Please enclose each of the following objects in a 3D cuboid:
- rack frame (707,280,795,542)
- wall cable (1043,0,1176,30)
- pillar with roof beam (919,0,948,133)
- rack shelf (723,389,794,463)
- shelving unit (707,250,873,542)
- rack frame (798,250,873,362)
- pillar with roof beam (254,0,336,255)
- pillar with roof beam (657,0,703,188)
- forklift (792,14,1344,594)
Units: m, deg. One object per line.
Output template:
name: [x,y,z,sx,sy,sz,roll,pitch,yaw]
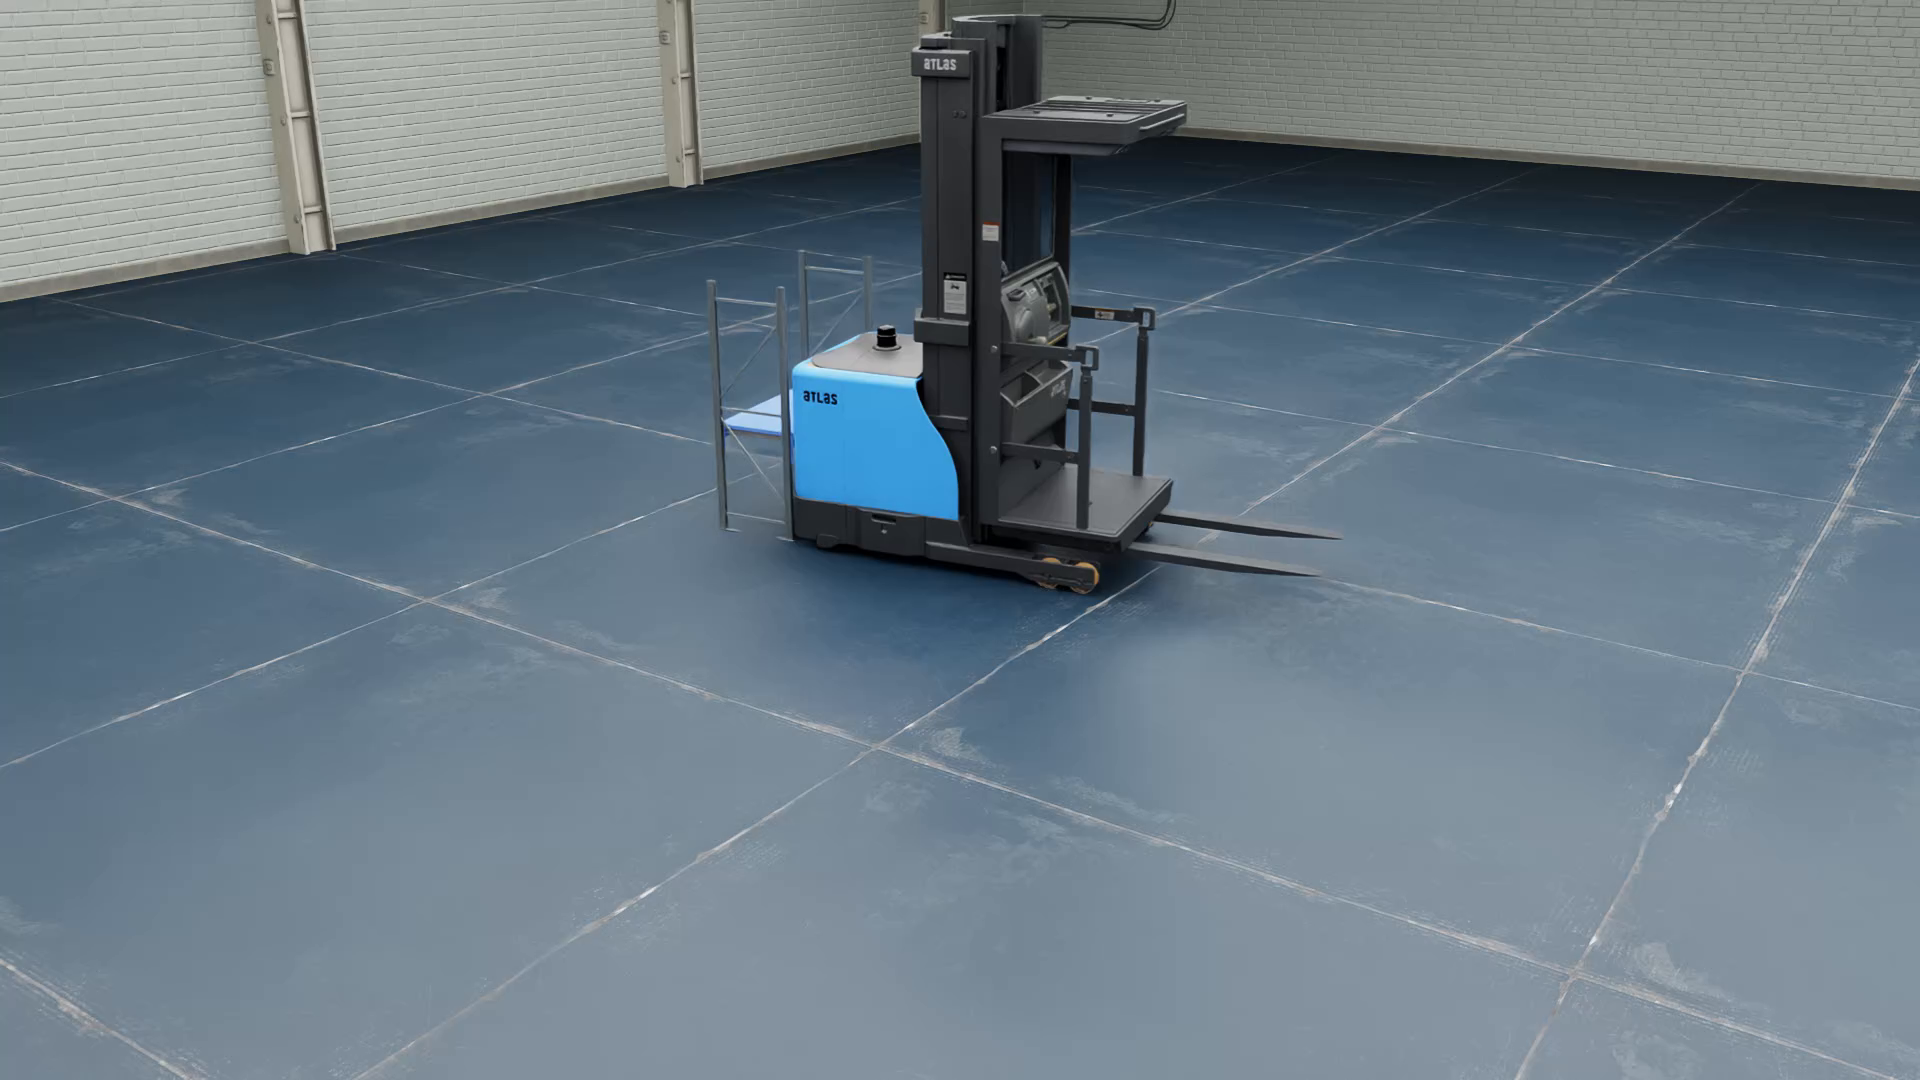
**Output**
rack frame: [-1.202,-0.733,9.584,0.500,1.500,0.032,9,22,24]
wall cable: [2.314,-10.007,28.322,3.097,2.526,0.112,13,24,32]
pillar with roof beam: [3.125,-10.036,23.926,9.100,9.000,0.400,13,24,32]
rack shelf: [-0.986,-0.724,10.078,0.538,0.185,1.000,9,22,24]
shelving unit: [-0.986,-0.893,10.016,0.538,1.500,1.048,9,22,24]
rack frame: [-0.770,-1.052,10.447,0.500,1.500,0.032,9,22,24]
pillar with roof beam: [-3.621,-6.593,14.617,9.100,9.000,0.400,13,24,32]
pillar with roof beam: [-0.248,-8.314,19.271,9.100,9.000,0.400,13,24,32]
forklift: [0.604,-1.294,9.038,3.031,2.935,1.130,8,22,22]
